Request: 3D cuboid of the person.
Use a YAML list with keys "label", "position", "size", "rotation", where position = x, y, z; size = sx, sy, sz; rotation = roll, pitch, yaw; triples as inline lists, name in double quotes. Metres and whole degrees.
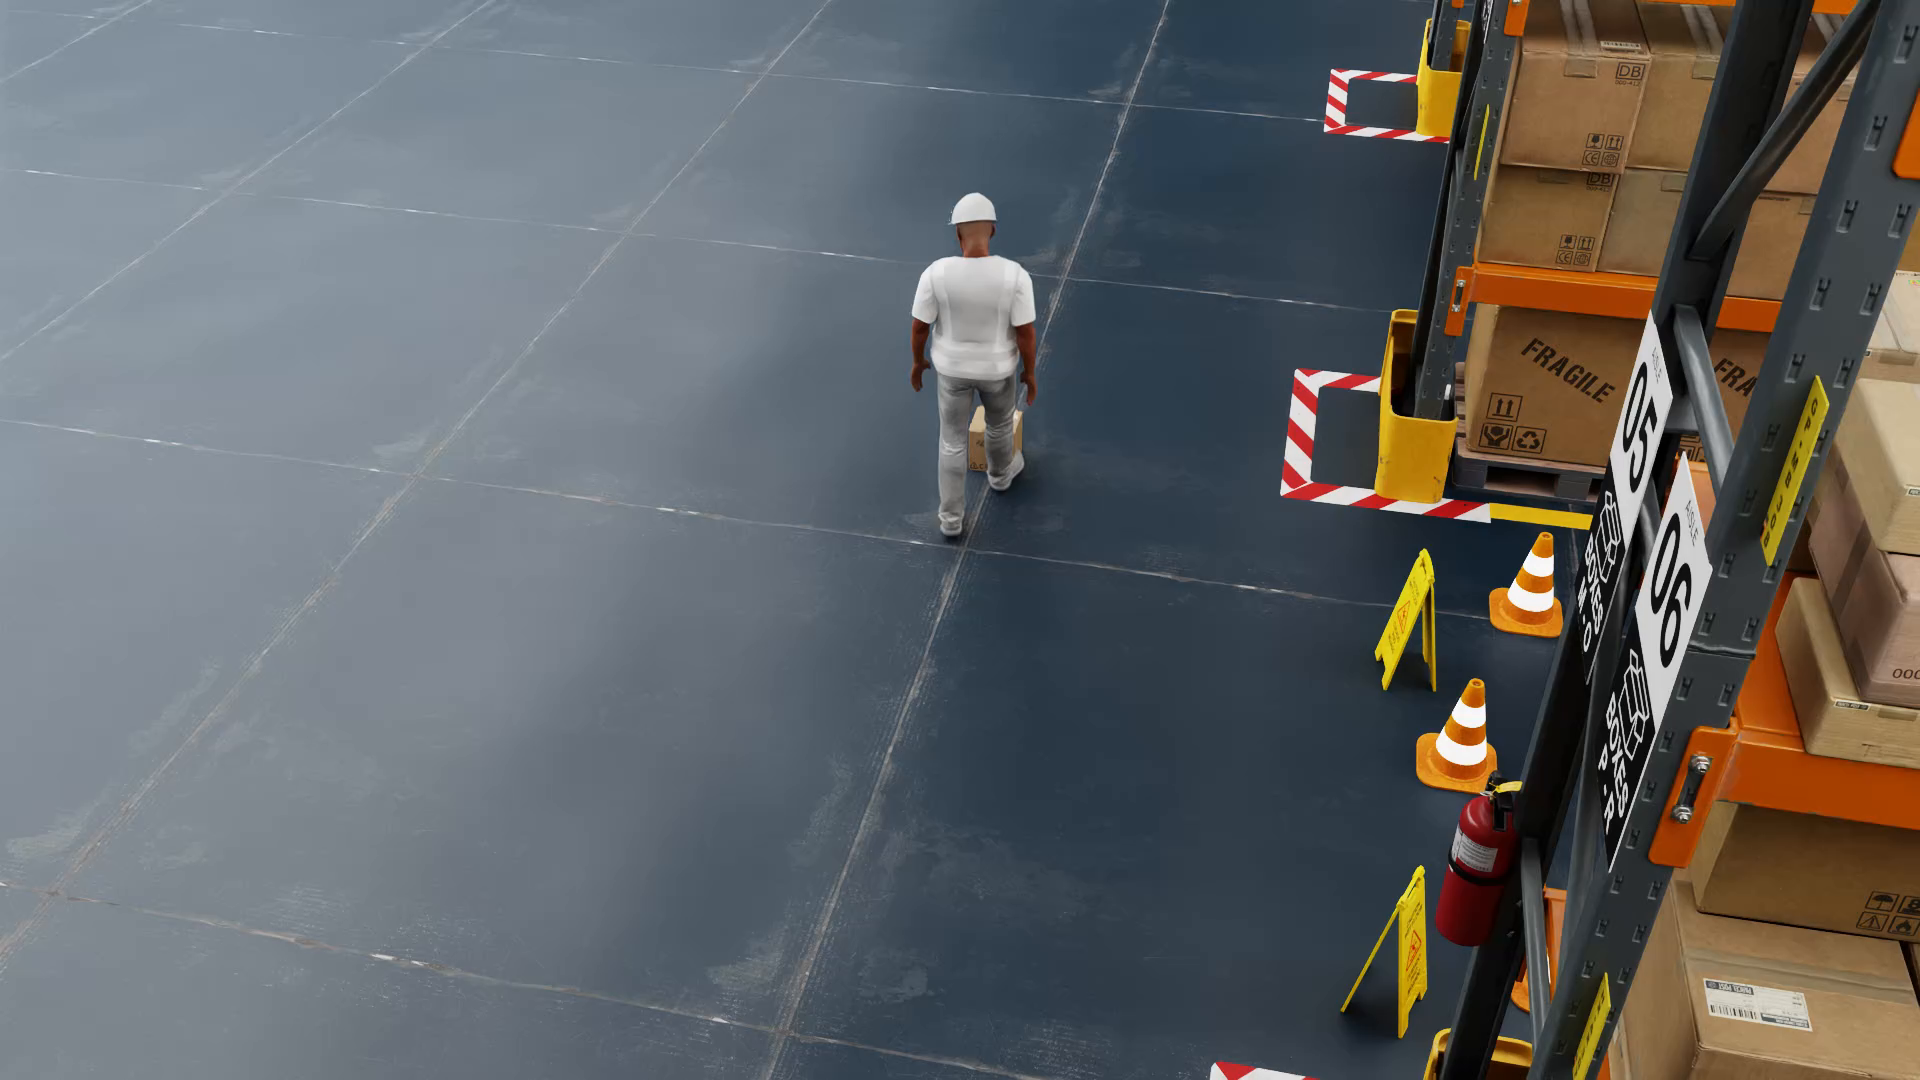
- label: "person"
  position: [0.077, -0.908, 8.167]
  size: [0.628, 1.742, 0.766]
  rotation: [3, 36, 4]
